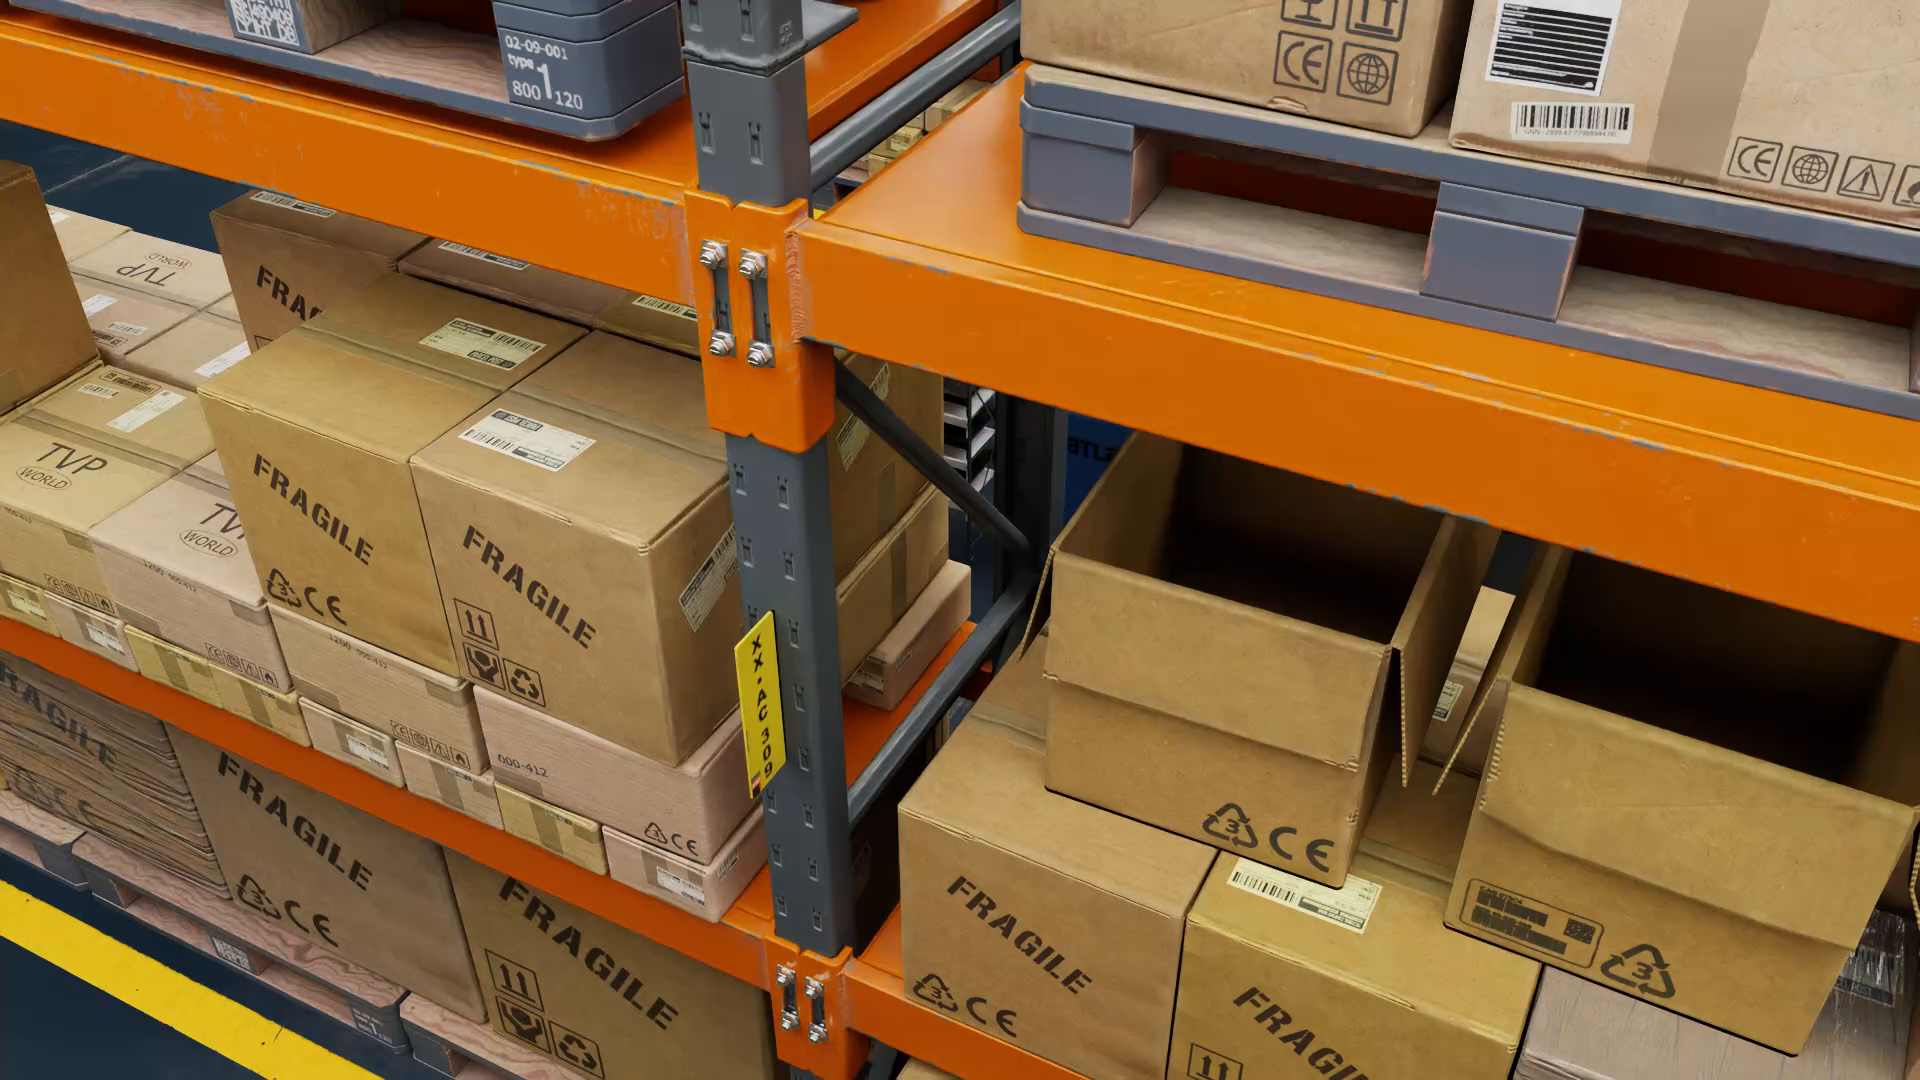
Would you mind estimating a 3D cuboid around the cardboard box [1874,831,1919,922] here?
[{"bbox_3d":[1.383,0.570,2.936,0.500,0.500,0.500,17,40,21],"label":"cardboard box"}]

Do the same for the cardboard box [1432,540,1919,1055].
[{"bbox_3d":[1.114,0.274,2.495,0.637,0.503,0.797,18,41,22],"label":"cardboard box"}]

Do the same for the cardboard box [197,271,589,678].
[{"bbox_3d":[-1.035,-0.140,3.211,0.500,0.500,0.500,18,41,22],"label":"cardboard box"}]

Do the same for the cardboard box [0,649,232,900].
[{"bbox_3d":[-2.200,0.298,4.786,0.875,0.875,0.875,17,41,21],"label":"cardboard box"}]

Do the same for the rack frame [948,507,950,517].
[{"bbox_3d":[-0.097,-0.389,6.018,0.006,0.900,0.240,17,41,21],"label":"rack frame"}]

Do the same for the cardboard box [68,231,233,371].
[{"bbox_3d":[-2.159,-0.552,4.375,0.500,0.250,0.500,16,40,20],"label":"cardboard box"}]

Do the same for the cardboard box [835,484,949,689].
[{"bbox_3d":[-0.358,0.014,3.629,0.500,0.250,0.500,17,40,21],"label":"cardboard box"}]

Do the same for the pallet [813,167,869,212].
[{"bbox_3d":[-0.470,-2.027,8.746,1.213,0.211,1.003,17,41,21],"label":"pallet"}]

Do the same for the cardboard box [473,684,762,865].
[{"bbox_3d":[-0.574,0.303,3.248,0.500,0.250,0.500,17,40,21],"label":"cardboard box"}]

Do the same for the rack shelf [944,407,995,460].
[{"bbox_3d":[-0.007,-0.406,5.947,0.200,0.077,0.258,17,41,21],"label":"rack shelf"}]

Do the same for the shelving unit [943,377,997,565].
[{"bbox_3d":[-0.007,-0.361,5.981,0.210,0.900,0.258,17,41,21],"label":"shelving unit"}]

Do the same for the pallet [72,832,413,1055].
[{"bbox_3d":[-1.788,0.862,4.940,1.213,0.211,1.003,17,41,21],"label":"pallet"}]

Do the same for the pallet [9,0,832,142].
[{"bbox_3d":[-0.783,-1.049,2.744,1.213,0.211,1.003,17,41,21],"label":"pallet"}]

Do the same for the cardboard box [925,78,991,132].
[{"bbox_3d":[0.032,-2.087,8.036,0.250,0.149,0.380,19,41,23],"label":"cardboard box"}]

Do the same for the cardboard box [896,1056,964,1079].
[{"bbox_3d":[0.516,1.190,3.612,0.875,0.875,1.225,18,41,22],"label":"cardboard box"}]

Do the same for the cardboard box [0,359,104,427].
[{"bbox_3d":[-2.402,-0.266,3.998,0.500,0.250,0.500,16,40,20],"label":"cardboard box"}]

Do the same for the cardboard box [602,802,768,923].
[{"bbox_3d":[-0.483,0.535,3.272,0.250,0.149,0.380,18,41,22],"label":"cardboard box"}]

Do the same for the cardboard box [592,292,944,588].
[{"bbox_3d":[-0.369,-0.284,3.401,0.500,0.500,0.500,17,41,21],"label":"cardboard box"}]

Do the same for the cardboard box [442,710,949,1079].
[{"bbox_3d":[-0.610,0.796,4.130,0.875,0.875,0.875,17,41,21],"label":"cardboard box"}]

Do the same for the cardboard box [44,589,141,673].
[{"bbox_3d":[-1.849,0.106,3.837,0.250,0.149,0.380,18,41,22],"label":"cardboard box"}]

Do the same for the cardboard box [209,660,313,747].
[{"bbox_3d":[-1.397,0.249,3.649,0.250,0.149,0.380,18,41,22],"label":"cardboard box"}]

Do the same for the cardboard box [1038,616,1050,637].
[{"bbox_3d":[0.480,0.287,3.308,0.500,0.500,0.500,18,41,22],"label":"cardboard box"}]

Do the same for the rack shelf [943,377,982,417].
[{"bbox_3d":[-0.007,-0.549,5.838,0.200,0.077,0.258,17,41,21],"label":"rack shelf"}]

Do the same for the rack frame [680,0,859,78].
[{"bbox_3d":[-0.061,-2.046,1.503,0.127,3.000,1.000,17,41,21],"label":"rack frame"}]

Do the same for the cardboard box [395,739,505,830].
[{"bbox_3d":[-0.939,0.392,3.461,0.250,0.149,0.380,17,40,21],"label":"cardboard box"}]

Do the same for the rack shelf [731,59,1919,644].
[{"bbox_3d":[1.715,-0.009,1.895,4.000,0.370,1.077,17,41,21],"label":"rack shelf"}]

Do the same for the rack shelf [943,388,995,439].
[{"bbox_3d":[-0.007,-0.478,5.892,0.200,0.077,0.258,17,41,21],"label":"rack shelf"}]

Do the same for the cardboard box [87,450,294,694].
[{"bbox_3d":[-1.488,0.019,3.623,0.500,0.250,0.500,18,41,22],"label":"cardboard box"}]

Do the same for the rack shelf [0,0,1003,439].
[{"bbox_3d":[-1.837,-1.121,3.360,4.000,0.370,1.077,17,41,21],"label":"rack shelf"}]

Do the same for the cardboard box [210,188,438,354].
[{"bbox_3d":[-1.267,-0.568,3.775,0.500,0.500,0.500,16,40,20],"label":"cardboard box"}]

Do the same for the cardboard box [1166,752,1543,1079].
[{"bbox_3d":[0.679,0.705,2.757,0.500,0.500,0.500,17,41,22],"label":"cardboard box"}]

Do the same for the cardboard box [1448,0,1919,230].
[{"bbox_3d":[0.872,-0.630,1.844,0.500,0.311,0.500,16,40,20],"label":"cardboard box"}]

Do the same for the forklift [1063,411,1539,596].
[{"bbox_3d":[1.806,-0.652,4.685,3.031,2.935,1.130,16,40,20],"label":"forklift"}]

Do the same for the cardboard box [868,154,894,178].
[{"bbox_3d":[-0.254,-1.894,8.274,0.250,0.149,0.380,18,41,22],"label":"cardboard box"}]
